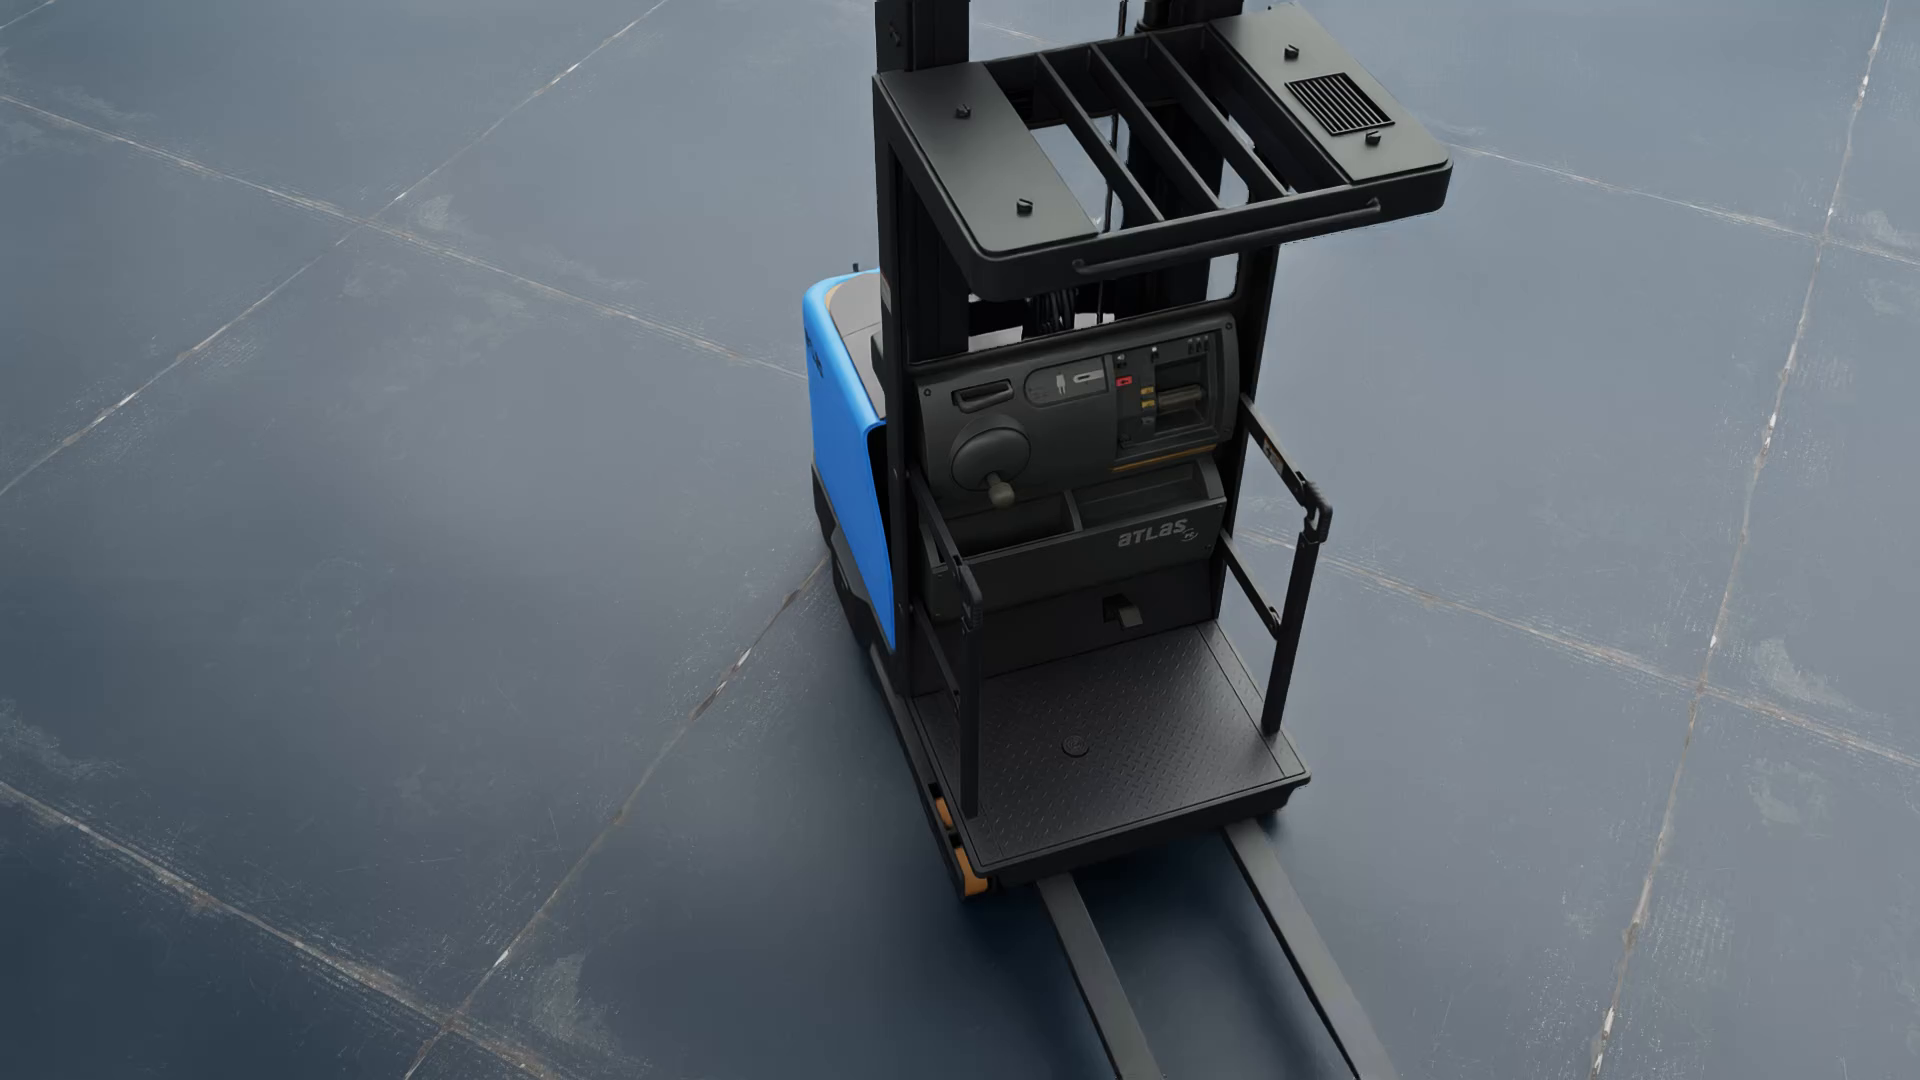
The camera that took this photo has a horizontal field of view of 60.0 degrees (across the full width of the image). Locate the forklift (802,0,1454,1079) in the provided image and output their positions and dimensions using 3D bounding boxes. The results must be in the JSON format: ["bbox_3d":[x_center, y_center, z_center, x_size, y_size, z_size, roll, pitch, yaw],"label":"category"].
[{"bbox_3d":[0.409,-0.261,4.447,1.130,2.935,3.031,-14,47,-13],"label":"forklift"}]

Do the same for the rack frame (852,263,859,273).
[{"bbox_3d":[-0.268,-0.692,6.301,0.240,0.900,0.006,-9,46,-8],"label":"rack frame"}]

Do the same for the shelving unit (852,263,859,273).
[{"bbox_3d":[-0.247,-0.621,6.231,0.258,0.900,0.210,-9,46,-8],"label":"shelving unit"}]
